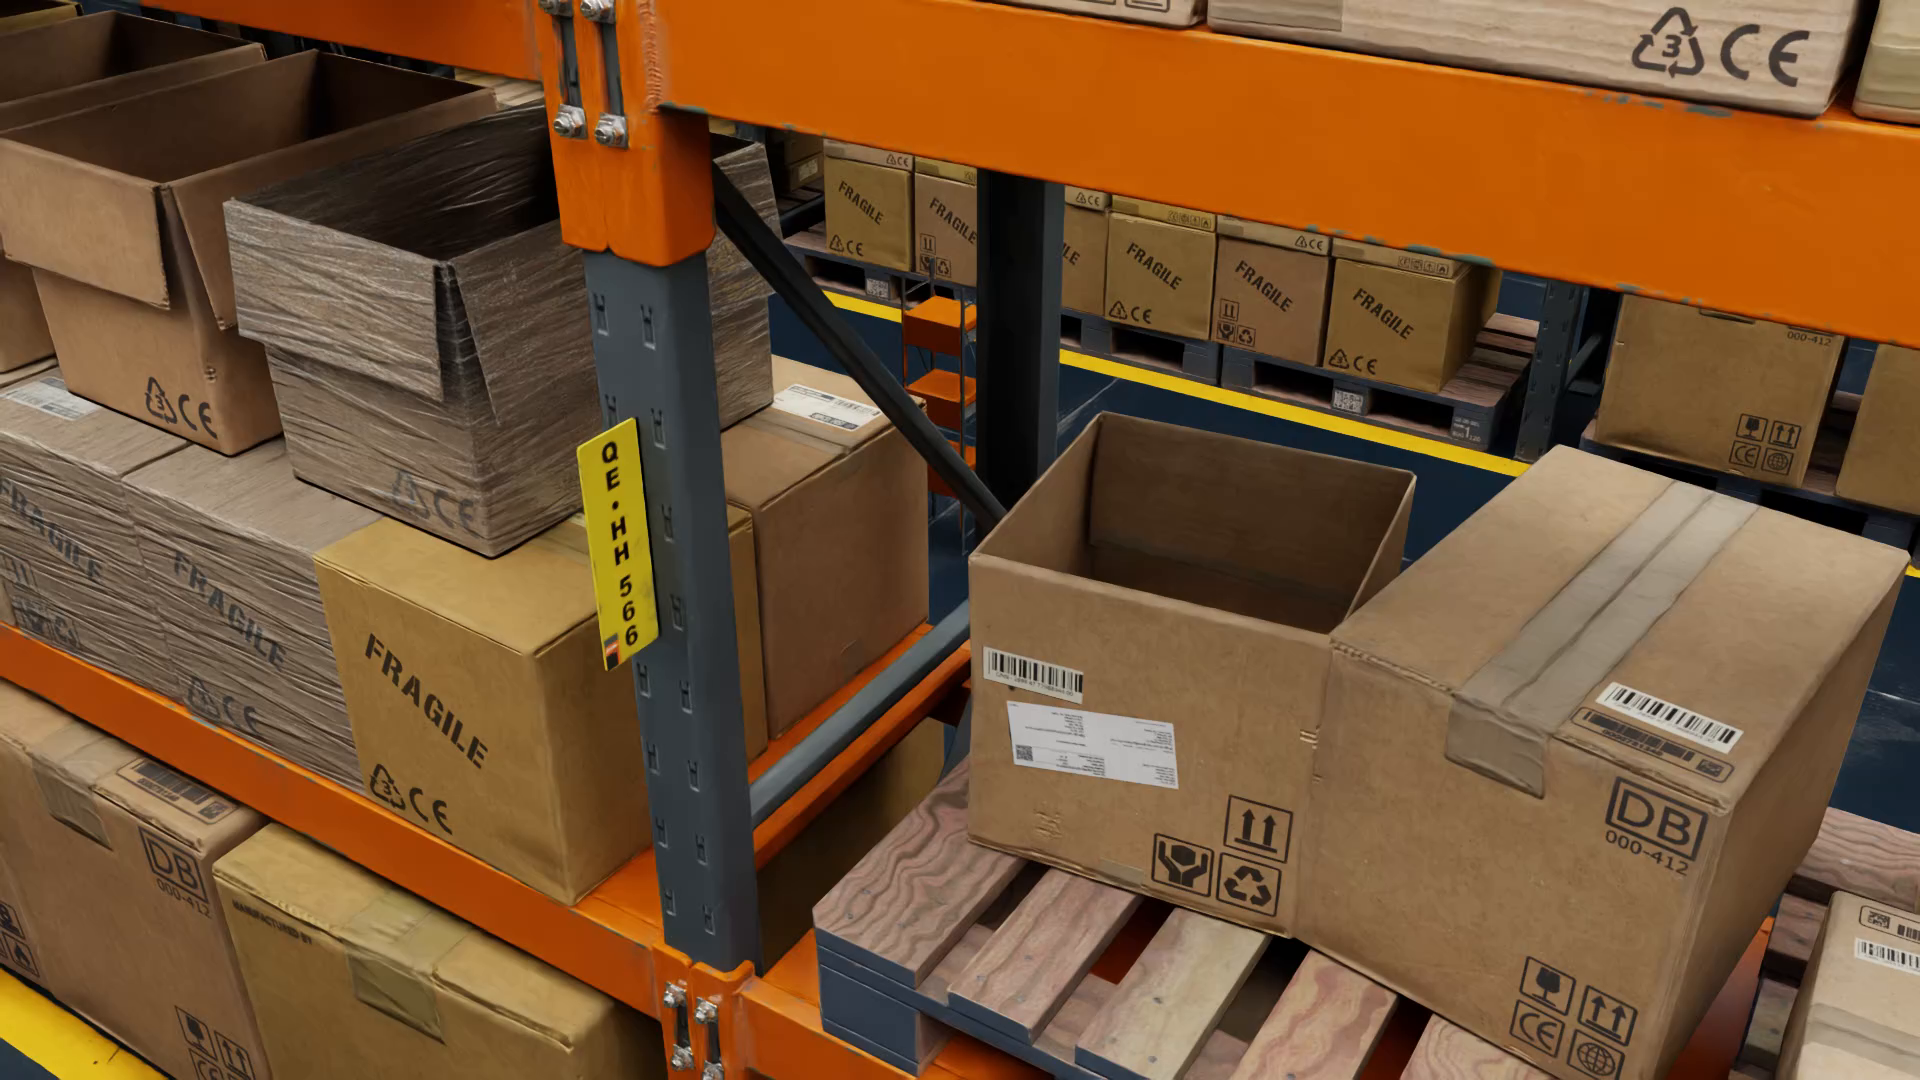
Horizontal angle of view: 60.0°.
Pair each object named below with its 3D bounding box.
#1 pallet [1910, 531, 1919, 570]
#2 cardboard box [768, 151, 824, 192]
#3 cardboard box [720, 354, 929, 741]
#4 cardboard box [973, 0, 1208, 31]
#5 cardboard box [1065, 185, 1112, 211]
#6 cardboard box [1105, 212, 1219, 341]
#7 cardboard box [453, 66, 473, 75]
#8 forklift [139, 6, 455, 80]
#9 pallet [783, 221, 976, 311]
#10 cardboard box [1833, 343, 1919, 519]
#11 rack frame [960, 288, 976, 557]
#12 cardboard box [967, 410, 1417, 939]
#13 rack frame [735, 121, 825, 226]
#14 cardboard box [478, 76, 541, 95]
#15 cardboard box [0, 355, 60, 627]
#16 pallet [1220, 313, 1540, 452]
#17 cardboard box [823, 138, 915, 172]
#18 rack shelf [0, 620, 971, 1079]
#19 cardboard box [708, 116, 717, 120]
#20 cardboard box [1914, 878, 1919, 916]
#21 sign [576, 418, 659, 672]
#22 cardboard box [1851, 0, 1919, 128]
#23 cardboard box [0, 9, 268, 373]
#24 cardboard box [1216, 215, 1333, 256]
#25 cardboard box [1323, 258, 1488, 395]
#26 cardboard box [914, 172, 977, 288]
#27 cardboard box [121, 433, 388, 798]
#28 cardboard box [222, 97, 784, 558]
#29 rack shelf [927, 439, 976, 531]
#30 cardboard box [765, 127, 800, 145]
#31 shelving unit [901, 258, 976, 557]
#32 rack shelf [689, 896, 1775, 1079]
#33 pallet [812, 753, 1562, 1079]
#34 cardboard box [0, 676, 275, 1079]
[{"bbox_3d":[4.241,-0.043,6.114,1.213,0.211,1.003,18,35,27],"label":"pallet"},{"bbox_3d":[-0.942,-2.074,9.241,0.250,0.149,0.380,16,34,25],"label":"cardboard box"},{"bbox_3d":[-0.406,-0.018,3.204,0.500,0.500,0.500,19,35,29],"label":"cardboard box"},{"bbox_3d":[0.124,-0.724,1.687,0.500,0.250,0.500,18,35,28],"label":"cardboard box"},{"bbox_3d":[0.563,-1.724,7.549,0.500,0.250,0.500,19,35,29],"label":"cardboard box"},{"bbox_3d":[0.993,-1.260,7.497,0.500,0.500,0.500,16,34,25],"label":"cardboard box"},{"bbox_3d":[-3.002,-2.629,9.601,0.250,0.149,0.380,19,35,29],"label":"cardboard box"},{"bbox_3d":[-2.935,-1.955,6.692,3.031,2.935,1.130,13,33,21],"label":"forklift"},{"bbox_3d":[-0.144,-1.477,8.573,1.213,0.211,1.003,18,35,27],"label":"pallet"},{"bbox_3d":[3.794,-0.593,6.106,0.750,0.750,1.050,18,35,28],"label":"cardboard box"},{"bbox_3d":[0.058,-0.435,5.954,0.008,1.050,0.200,18,35,27],"label":"rack frame"},{"bbox_3d":[0.340,0.175,2.458,0.500,0.500,0.500,13,33,21],"label":"cardboard box"},{"bbox_3d":[-0.804,-2.890,8.226,0.127,3.000,1.000,18,35,27],"label":"rack frame"},{"bbox_3d":[-2.540,-2.512,9.401,0.250,0.149,0.380,18,35,27],"label":"cardboard box"},{"bbox_3d":[-1.980,-0.208,3.531,0.500,0.500,0.500,18,35,28],"label":"cardboard box"},{"bbox_3d":[1.923,-0.824,7.452,1.213,0.211,1.003,18,35,27],"label":"pallet"},{"bbox_3d":[-0.319,-2.004,8.029,0.500,0.250,0.500,16,34,25],"label":"cardboard box"},{"bbox_3d":[-1.833,0.047,3.907,4.000,0.370,1.077,18,35,27],"label":"rack shelf"},{"bbox_3d":[-1.481,-2.132,8.750,0.250,0.149,0.380,18,35,28],"label":"cardboard box"},{"bbox_3d":[1.417,0.480,2.167,0.258,0.266,0.396,17,34,26],"label":"cardboard box"},{"bbox_3d":[-0.431,0.009,2.108,0.005,0.325,0.100,18,35,27],"label":"sign"},{"bbox_3d":[0.999,-0.453,1.222,0.500,0.250,0.500,18,35,28],"label":"cardboard box"},{"bbox_3d":[-1.871,-0.760,3.481,0.637,0.503,0.797,19,35,29],"label":"cardboard box"},{"bbox_3d":[1.431,-1.446,7.071,0.500,0.250,0.500,18,35,28],"label":"cardboard box"},{"bbox_3d":[1.887,-0.984,7.025,0.500,0.500,0.500,17,34,27],"label":"cardboard box"},{"bbox_3d":[0.130,-1.539,7.975,0.500,0.500,0.500,19,35,29],"label":"cardboard box"},{"bbox_3d":[-1.108,0.066,3.061,0.500,0.500,0.500,17,34,27],"label":"cardboard box"},{"bbox_3d":[-0.749,-0.407,2.877,0.637,0.503,0.797,19,35,29],"label":"cardboard box"},{"bbox_3d":[-0.045,-0.219,6.155,0.240,0.259,0.215,18,35,27],"label":"rack shelf"},{"bbox_3d":[-0.986,-2.277,8.999,0.250,0.149,0.380,19,35,29],"label":"cardboard box"},{"bbox_3d":[-0.045,-0.468,6.010,0.252,1.050,0.215,18,35,27],"label":"shelving unit"},{"bbox_3d":[1.555,1.118,2.070,4.000,0.370,1.077,18,35,27],"label":"rack shelf"},{"bbox_3d":[0.521,0.500,2.606,1.003,0.211,1.213,18,35,27],"label":"pallet"},{"bbox_3d":[-1.463,0.572,3.984,0.875,0.875,1.225,18,35,27],"label":"cardboard box"}]
